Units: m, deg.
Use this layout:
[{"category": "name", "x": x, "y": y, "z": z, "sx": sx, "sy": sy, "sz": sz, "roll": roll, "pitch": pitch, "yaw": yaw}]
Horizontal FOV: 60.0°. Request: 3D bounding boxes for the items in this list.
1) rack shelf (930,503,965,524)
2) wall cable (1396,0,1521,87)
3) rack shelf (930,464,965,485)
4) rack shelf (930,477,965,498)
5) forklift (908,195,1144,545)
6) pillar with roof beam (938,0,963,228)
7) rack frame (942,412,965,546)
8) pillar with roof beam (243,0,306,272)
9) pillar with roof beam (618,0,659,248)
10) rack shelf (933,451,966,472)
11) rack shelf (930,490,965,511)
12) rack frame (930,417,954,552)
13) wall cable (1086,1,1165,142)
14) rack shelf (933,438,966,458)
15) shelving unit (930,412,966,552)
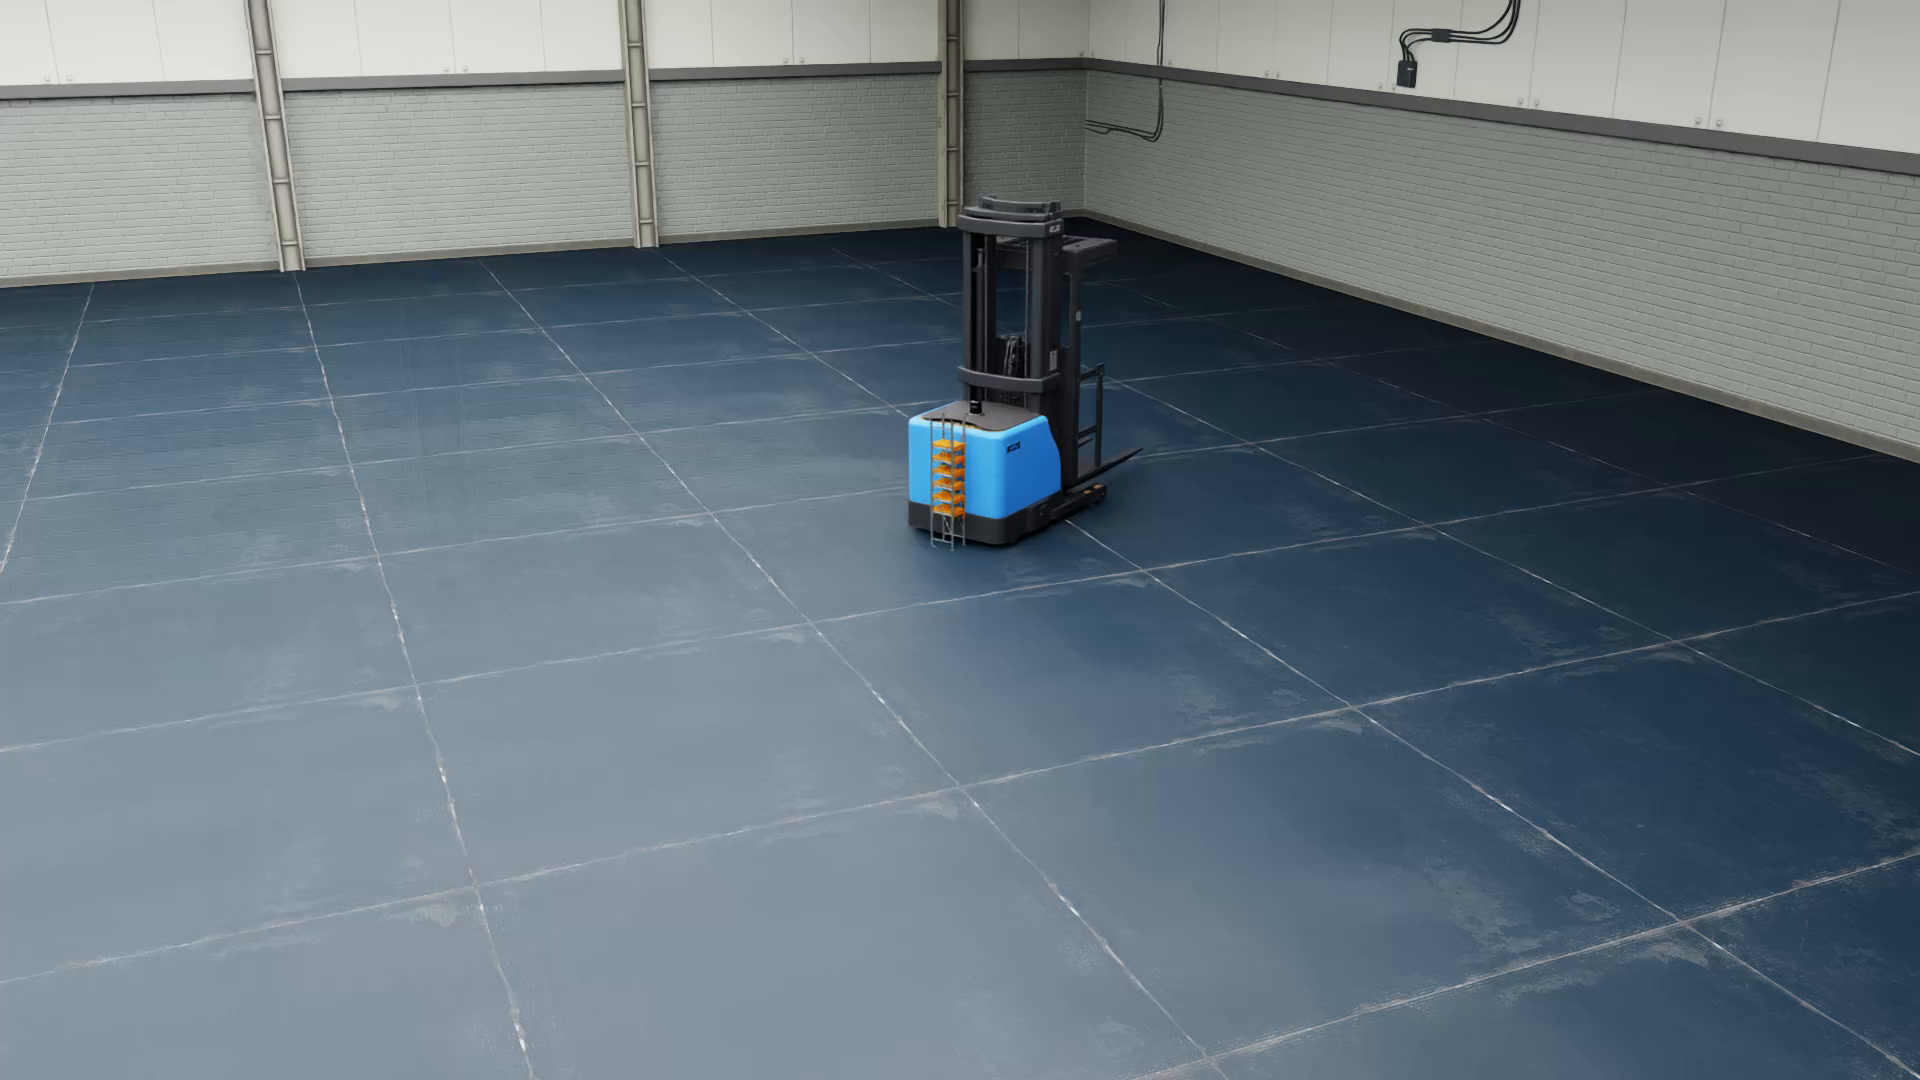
[{"category": "rack shelf", "x": -0.107, "y": -0.238, "z": 14.749, "sx": 0.258, "sy": 0.103, "sz": 0.180, "roll": 13, "pitch": 23, "yaw": 32}, {"category": "wall cable", "x": 6.796, "y": -9.051, "z": 22.058, "sx": 0.169, "sy": 6.003, "sz": 2.305, "roll": -8, "pitch": 21, "yaw": -22}, {"category": "rack shelf", "x": -0.107, "y": -0.578, "z": 14.630, "sx": 0.258, "sy": 0.103, "sz": 0.180, "roll": 13, "pitch": 23, "yaw": 32}, {"category": "rack shelf", "x": -0.107, "y": -0.465, "z": 14.669, "sx": 0.258, "sy": 0.103, "sz": 0.180, "roll": 13, "pitch": 23, "yaw": 32}, {"category": "forklift", "x": 0.765, "y": -1.774, "z": 15.648, "sx": 1.130, "sy": 2.935, "sz": 3.031, "roll": 13, "pitch": 23, "yaw": 32}, {"category": "pillar with roof beam", "x": 1.527, "y": -9.047, "z": 27.167, "sx": 0.400, "sy": 9.000, "sz": 9.100, "roll": -8, "pitch": 21, "yaw": -22}, {"category": "rack frame", "x": -0.055, "y": -0.532, "z": 14.726, "sx": 0.240, "sy": 1.200, "sz": 0.006, "roll": 13, "pitch": 23, "yaw": 32}, {"category": "pillar with roof beam", "x": -9.492, "y": -7.469, "z": 22.684, "sx": 0.400, "sy": 9.000, "sz": 9.100, "roll": -8, "pitch": 21, "yaw": -22}, {"category": "pillar with roof beam", "x": -3.983, "y": -8.258, "z": 24.926, "sx": 0.400, "sy": 9.000, "sz": 9.100, "roll": -8, "pitch": 21, "yaw": -22}, {"category": "rack shelf", "x": -0.107, "y": -0.691, "z": 14.590, "sx": 0.258, "sy": 0.103, "sz": 0.180, "roll": 13, "pitch": 23, "yaw": 32}, {"category": "rack shelf", "x": -0.107, "y": -0.352, "z": 14.709, "sx": 0.258, "sy": 0.103, "sz": 0.180, "roll": 13, "pitch": 23, "yaw": 32}, {"category": "rack frame", "x": -0.158, "y": -0.482, "z": 14.583, "sx": 0.240, "sy": 1.200, "sz": 0.006, "roll": 13, "pitch": 23, "yaw": 32}, {"category": "wall cable", "x": 3.050, "y": -8.880, "z": 31.367, "sx": 0.112, "sy": 2.526, "sz": 3.097, "roll": -8, "pitch": 21, "yaw": -22}, {"category": "rack shelf", "x": -0.107, "y": -0.804, "z": 14.550, "sx": 0.258, "sy": 0.103, "sz": 0.180, "roll": 13, "pitch": 23, "yaw": 32}, {"category": "shelving unit", "x": -0.107, "y": -0.507, "z": 14.655, "sx": 0.258, "sy": 1.200, "sz": 0.189, "roll": 13, "pitch": 23, "yaw": 32}]
